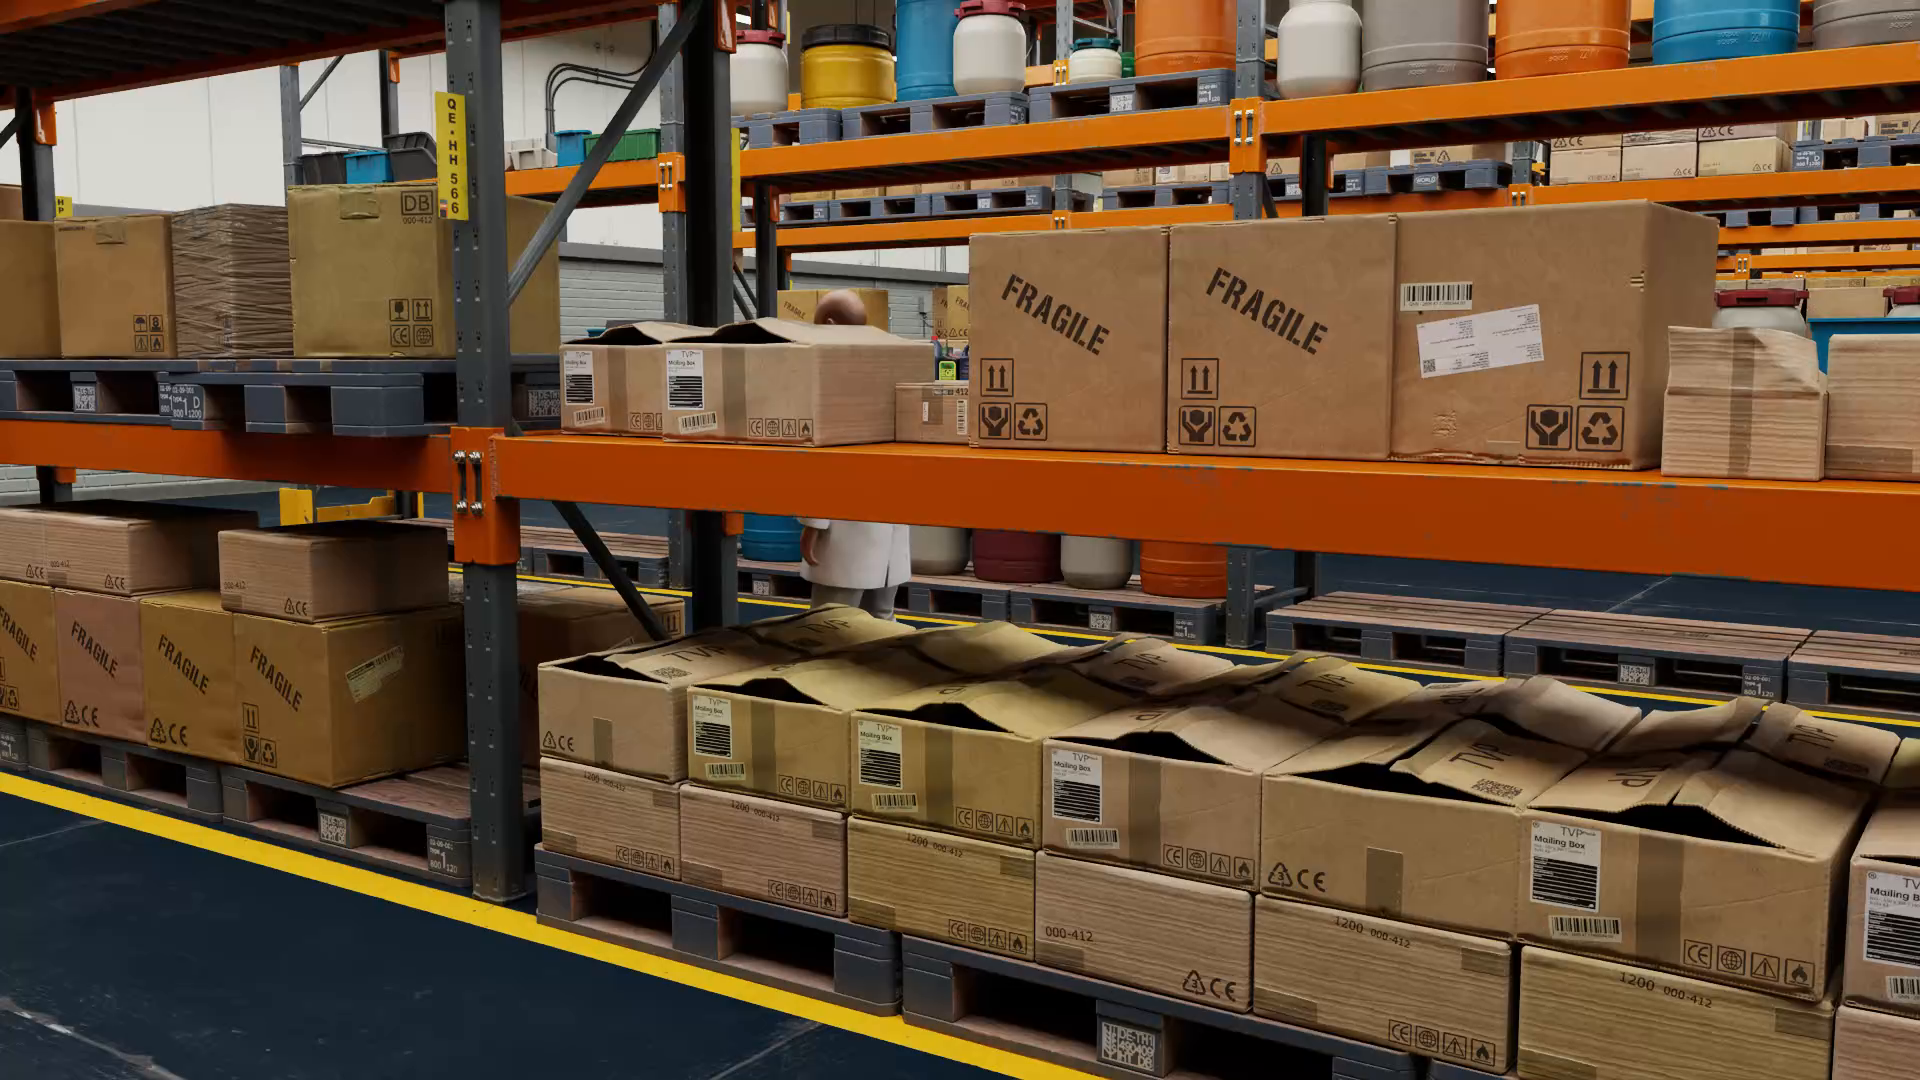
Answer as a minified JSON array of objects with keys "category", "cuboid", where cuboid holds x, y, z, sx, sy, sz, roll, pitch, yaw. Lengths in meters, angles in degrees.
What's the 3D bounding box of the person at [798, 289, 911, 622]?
[{"category":"person","cuboid":[-0.397,-0.067,6.381,0.427,1.773,0.640,4,7,32]}]
